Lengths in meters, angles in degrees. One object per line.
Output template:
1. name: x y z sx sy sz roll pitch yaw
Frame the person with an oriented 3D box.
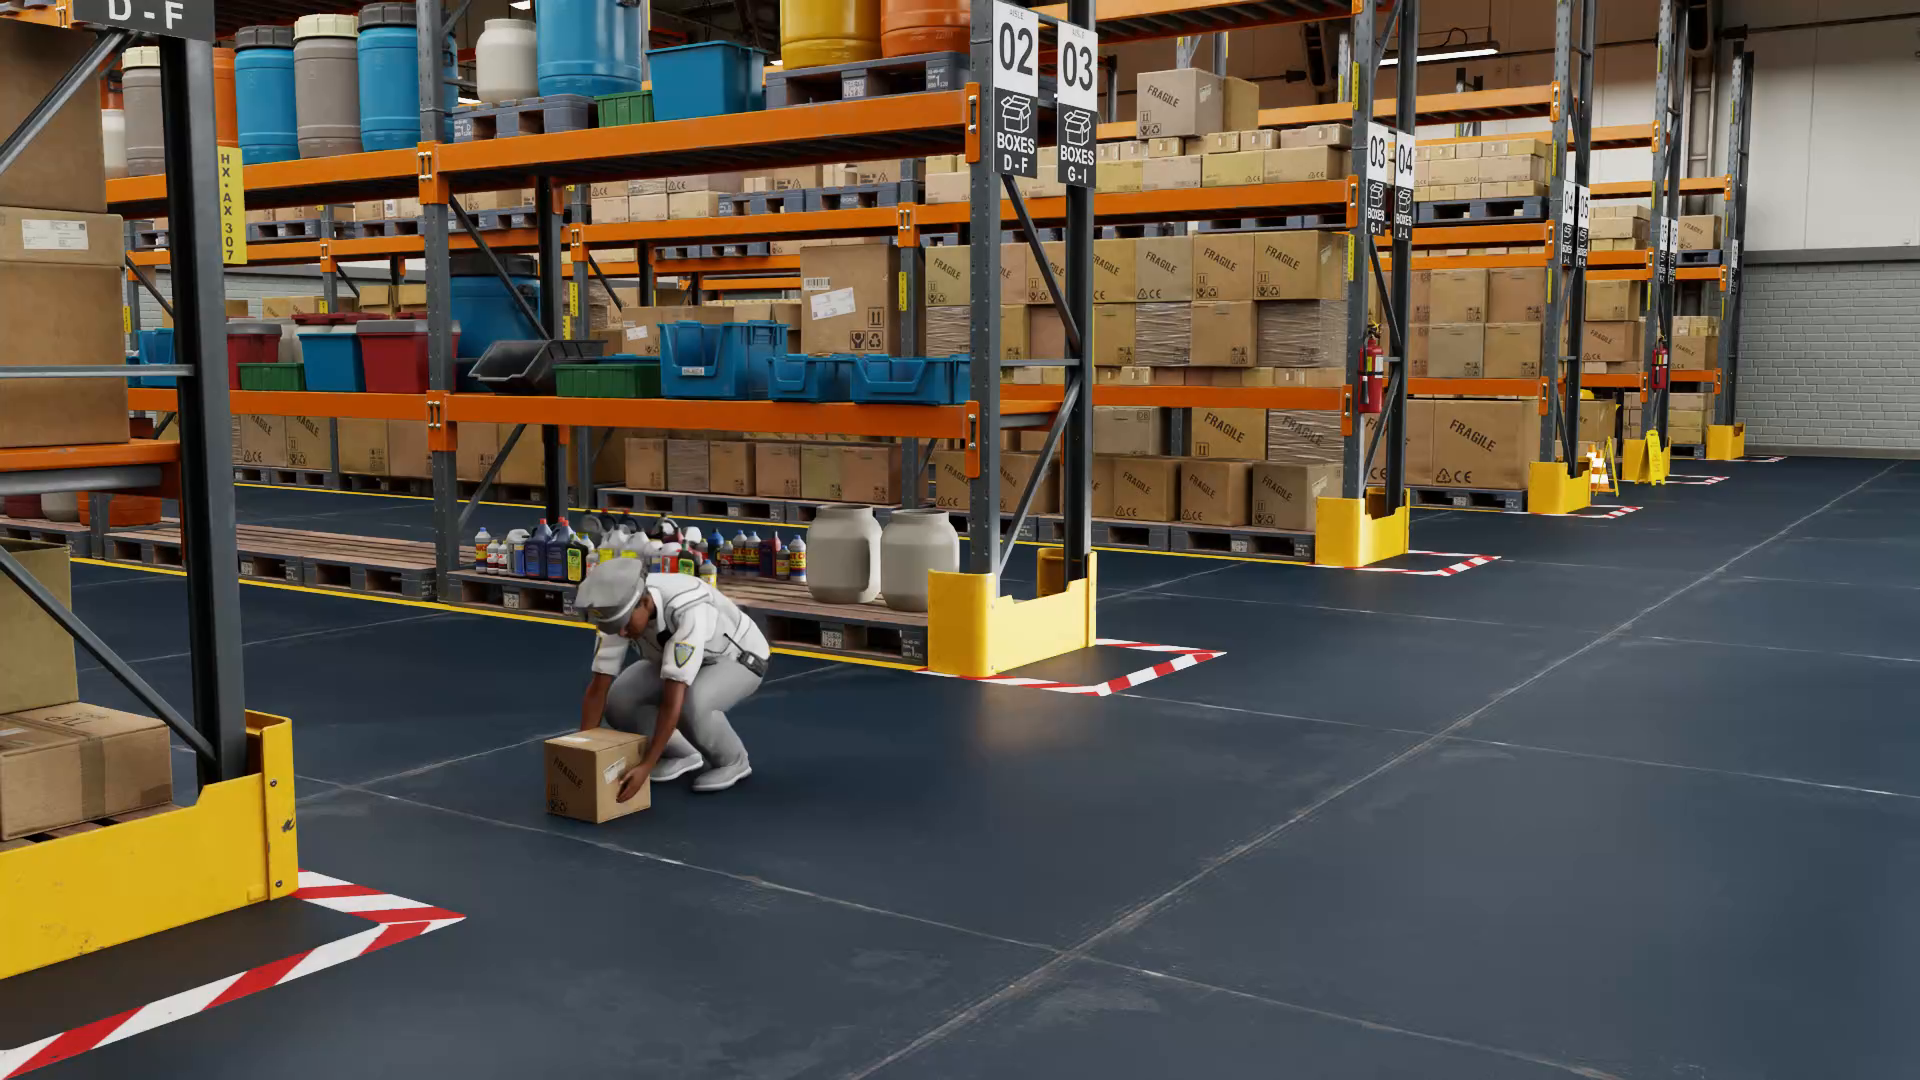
1. person: -1.040 0.467 5.930 0.481 0.874 0.867 4 8 33
